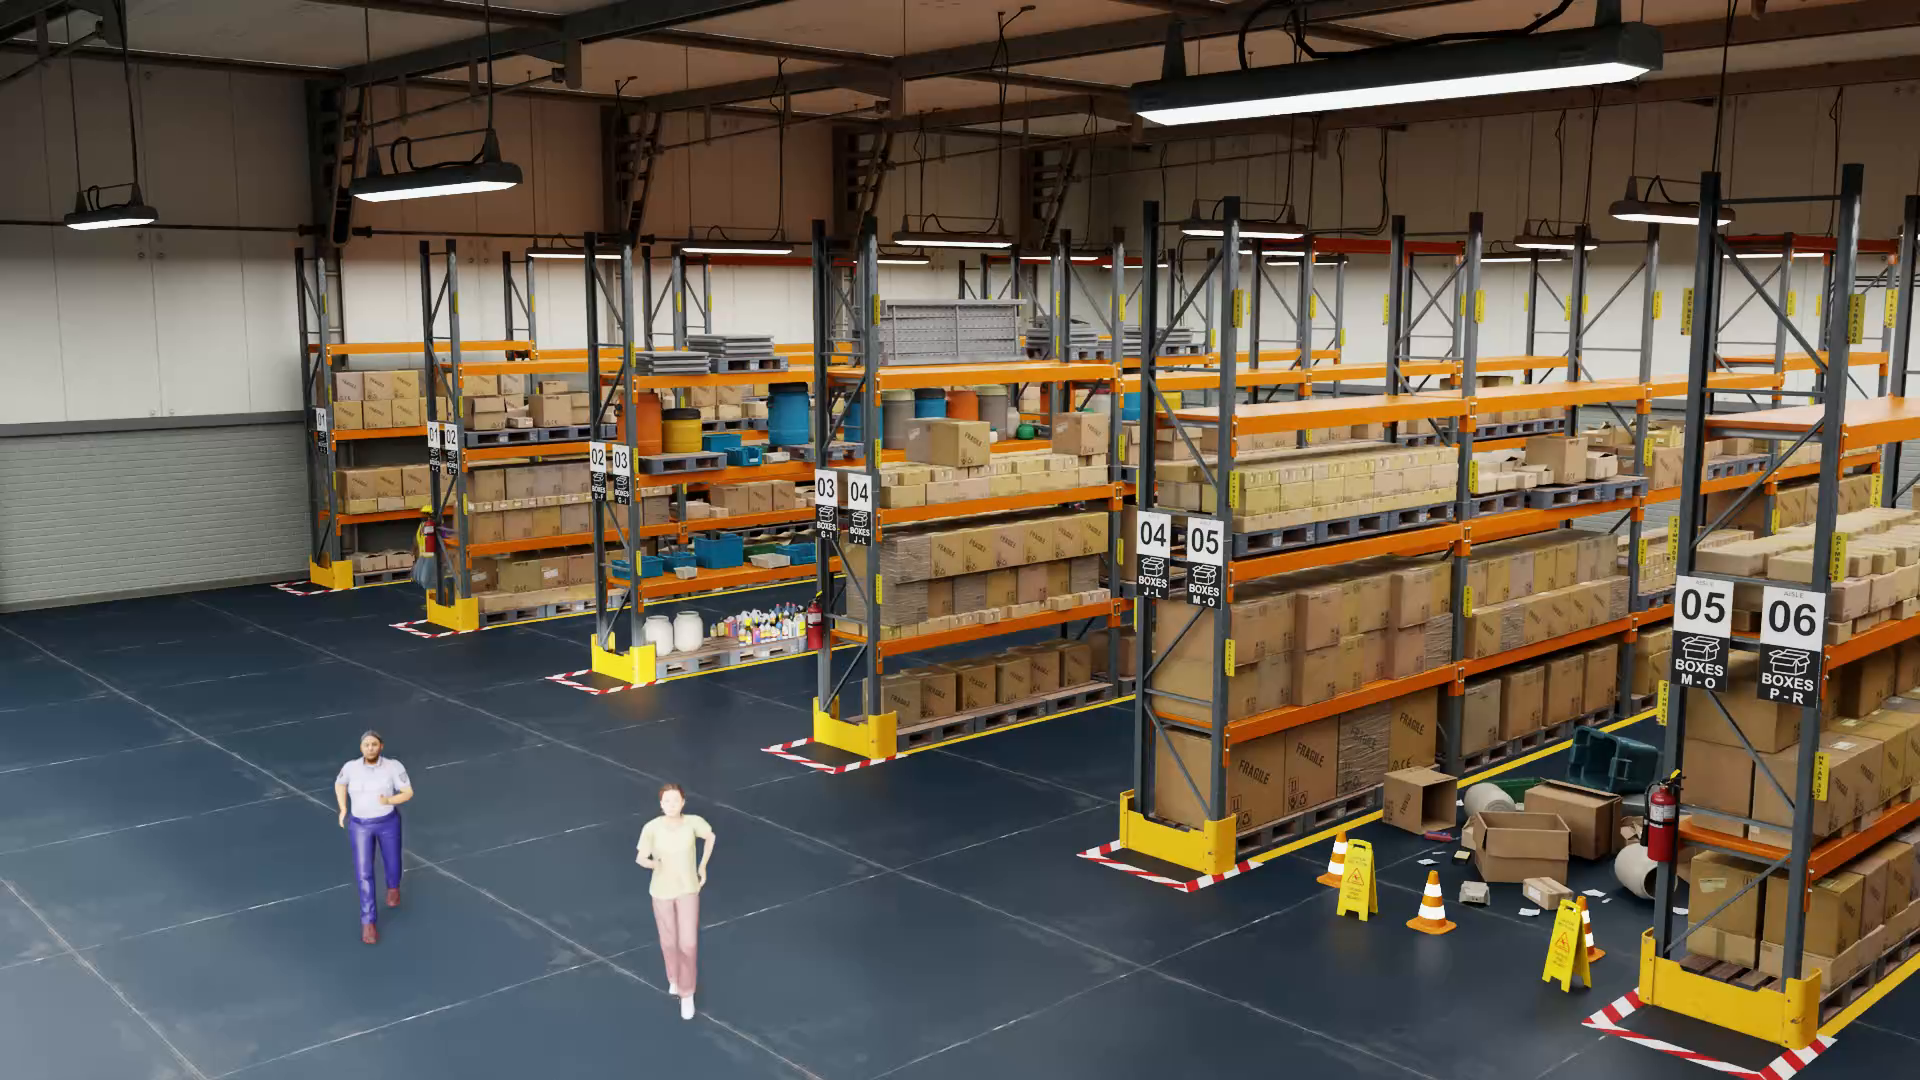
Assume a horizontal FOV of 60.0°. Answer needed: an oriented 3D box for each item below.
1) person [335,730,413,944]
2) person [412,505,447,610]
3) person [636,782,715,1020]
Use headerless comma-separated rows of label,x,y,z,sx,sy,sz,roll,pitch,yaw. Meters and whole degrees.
person,-4.786,2.360,13.616,0.608,1.625,0.943,-3,9,-18
person,-8.810,0.276,27.643,0.734,1.731,0.551,8,11,42
person,-2.060,2.590,12.060,0.558,1.705,0.670,-1,8,-5
